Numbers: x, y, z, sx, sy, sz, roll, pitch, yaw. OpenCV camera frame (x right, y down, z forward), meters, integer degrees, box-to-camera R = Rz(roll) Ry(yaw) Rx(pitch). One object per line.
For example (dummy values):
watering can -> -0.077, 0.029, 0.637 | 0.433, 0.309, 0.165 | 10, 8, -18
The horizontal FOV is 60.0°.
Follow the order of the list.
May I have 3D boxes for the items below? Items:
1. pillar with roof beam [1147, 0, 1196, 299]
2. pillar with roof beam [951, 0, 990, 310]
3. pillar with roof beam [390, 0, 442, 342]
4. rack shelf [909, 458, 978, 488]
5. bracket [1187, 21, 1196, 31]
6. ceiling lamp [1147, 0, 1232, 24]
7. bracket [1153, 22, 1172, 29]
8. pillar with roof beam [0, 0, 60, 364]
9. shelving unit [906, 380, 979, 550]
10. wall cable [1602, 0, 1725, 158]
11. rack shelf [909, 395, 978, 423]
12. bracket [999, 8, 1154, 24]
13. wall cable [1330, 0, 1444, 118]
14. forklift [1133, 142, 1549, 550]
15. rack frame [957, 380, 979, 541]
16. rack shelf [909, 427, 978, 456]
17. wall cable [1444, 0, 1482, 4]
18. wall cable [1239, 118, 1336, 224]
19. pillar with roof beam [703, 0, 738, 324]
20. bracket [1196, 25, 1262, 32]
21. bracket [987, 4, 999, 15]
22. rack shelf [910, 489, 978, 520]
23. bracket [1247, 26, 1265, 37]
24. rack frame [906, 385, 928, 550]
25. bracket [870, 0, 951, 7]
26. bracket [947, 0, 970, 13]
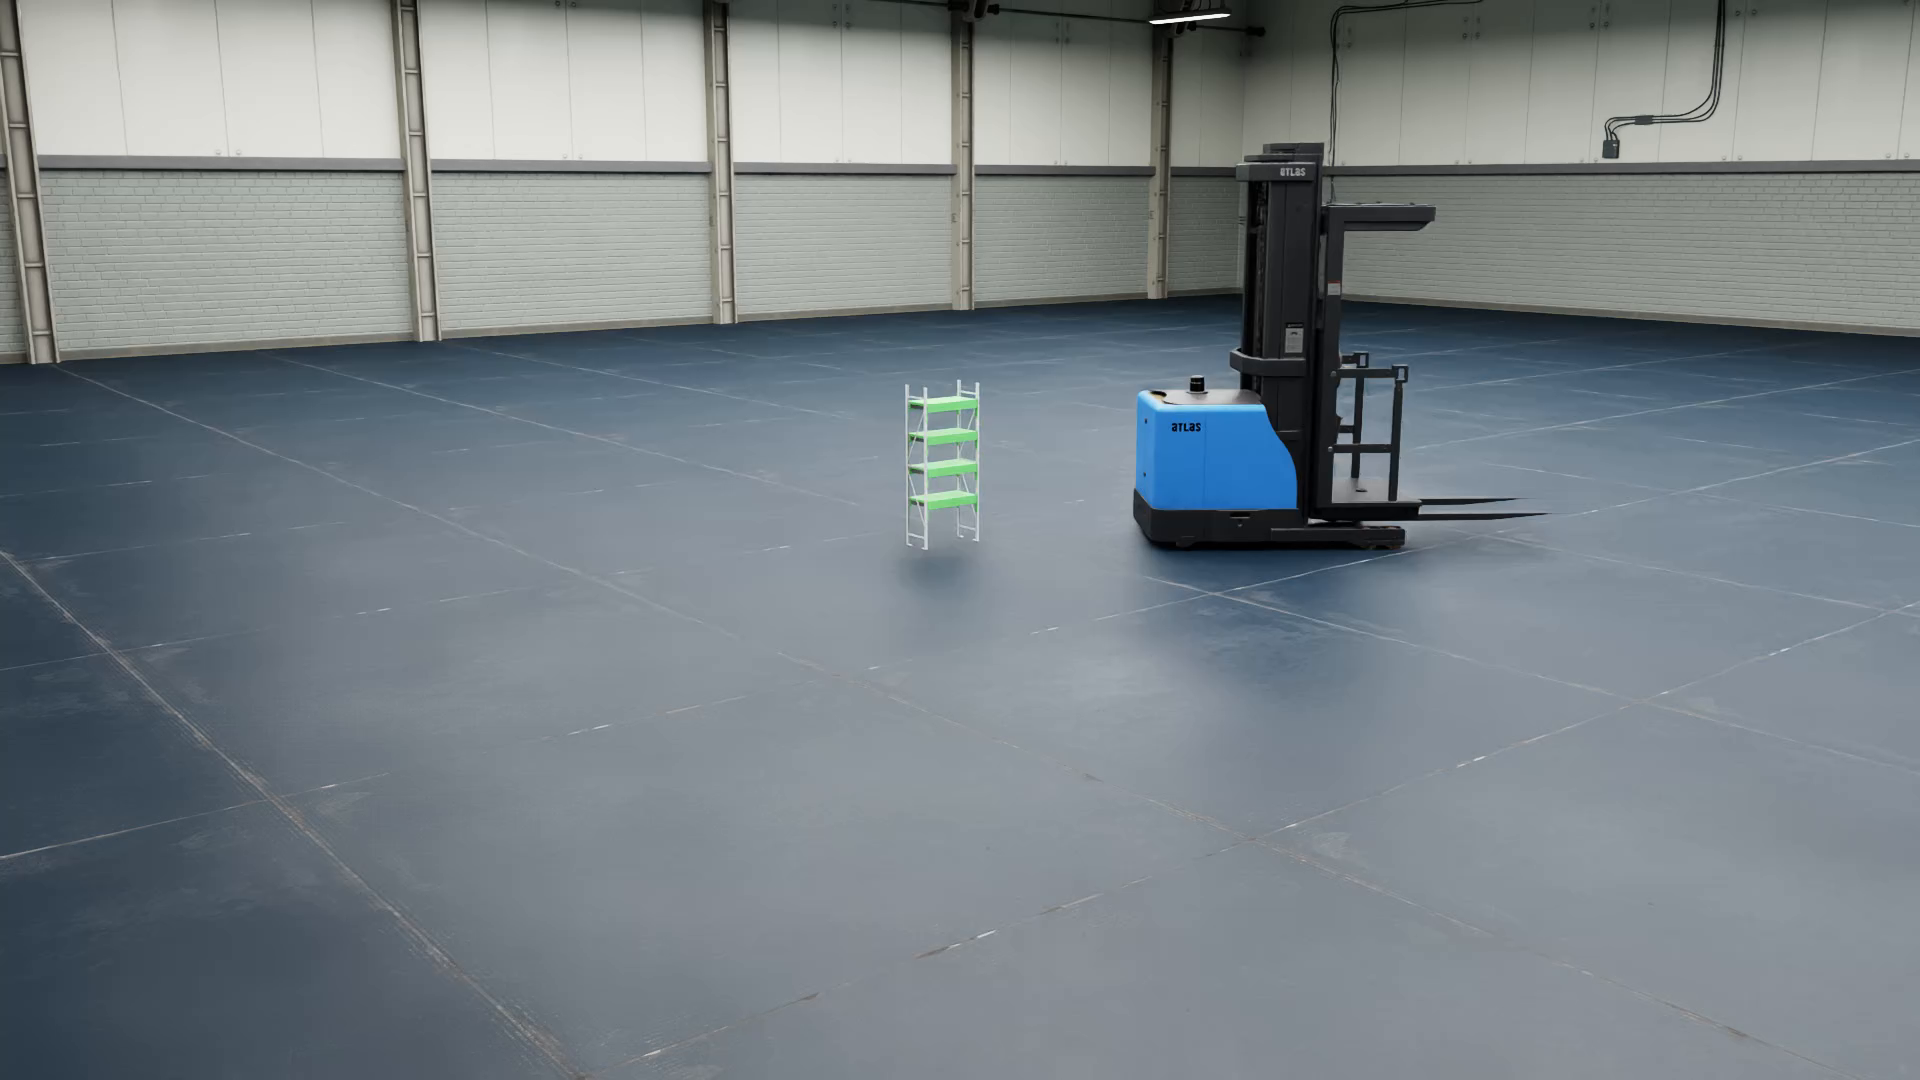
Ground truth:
pillar with roof beam -> 7.437, -9.530, 35.844 | 0.548, 9.000, 9.100 | -9, 15, -38
pillar with roof beam -> 2.751, -8.751, 32.177 | 0.548, 9.000, 9.100 | -9, 15, -38
pillar with roof beam -> -6.619, -7.194, 24.844 | 0.400, 9.000, 9.100 | -9, 15, -38
rack shelf -> -0.129, -0.503, 12.416 | 0.480, 0.148, 0.258 | -9, 15, -38
bracket -> 5.293, -11.985, 38.740 | 0.430, 0.232, 0.235 | -9, 15, -38
ceiling lamp -> 4.697, -11.812, 32.536 | 0.800, 3.185, 2.000 | -9, 15, -38
bracket -> 4.645, -11.877, 38.233 | 0.430, 0.232, 0.235 | -9, 15, -38
pillar with roof beam -> -11.304, -6.416, 21.178 | 0.400, 9.000, 9.100 | -9, 15, -38
shelving unit -> -0.129, -0.565, 12.403 | 0.503, 1.200, 0.258 | -9, 15, -38
wall cable -> 13.792, -10.518, 32.308 | 0.169, 6.003, 2.305 | -9, 15, -38
rack shelf -> -0.129, -0.972, 12.317 | 0.480, 0.148, 0.258 | -9, 15, -38
bracket -> 2.633, -11.543, 36.659 | 4.783, 0.066, 0.076 | -9, 15, -38
wall cable -> 9.564, -10.909, 37.654 | 0.112, 2.526, 3.097 | -9, 15, -38
forklift -> 2.900, -1.471, 12.500 | 3.031, 2.935, 1.130 | -1, 12, -3
rack frame -> 0.061, -0.597, 12.552 | 0.015, 1.200, 0.240 | -9, 15, -38
rack shelf -> -0.129, -0.738, 12.366 | 0.480, 0.148, 0.258 | -9, 15, -38
wall cable -> 11.497, -12.632, 34.817 | 0.112, 2.526, 3.097 | -9, 15, -38
wall cable -> 7.874, -8.877, 40.245 | 0.112, 2.526, 3.097 | -9, 15, -38
pillar with roof beam -> -1.934, -7.973, 28.511 | 0.548, 9.000, 9.100 | -9, 15, -38
bracket -> 6.682, -12.216, 39.828 | 3.189, 0.066, 0.076 | -9, 15, -38
bracket -> 0.608, -11.207, 35.074 | 0.430, 0.232, 0.235 | -9, 15, -38
rack shelf -> -0.129, -0.268, 12.466 | 0.480, 0.148, 0.258 | -9, 15, -38
bracket -> 7.144, -12.293, 40.189 | 0.430, 0.232, 0.235 | -9, 15, -38
rack frame -> -0.320, -0.534, 12.254 | 0.015, 1.200, 0.240 | -9, 15, -38
bracket -> -2.052, -10.764, 32.992 | 4.783, 0.066, 0.076 | -9, 15, -38
bracket -> -0.040, -11.099, 34.567 | 0.430, 0.232, 0.235 | -9, 15, -38
